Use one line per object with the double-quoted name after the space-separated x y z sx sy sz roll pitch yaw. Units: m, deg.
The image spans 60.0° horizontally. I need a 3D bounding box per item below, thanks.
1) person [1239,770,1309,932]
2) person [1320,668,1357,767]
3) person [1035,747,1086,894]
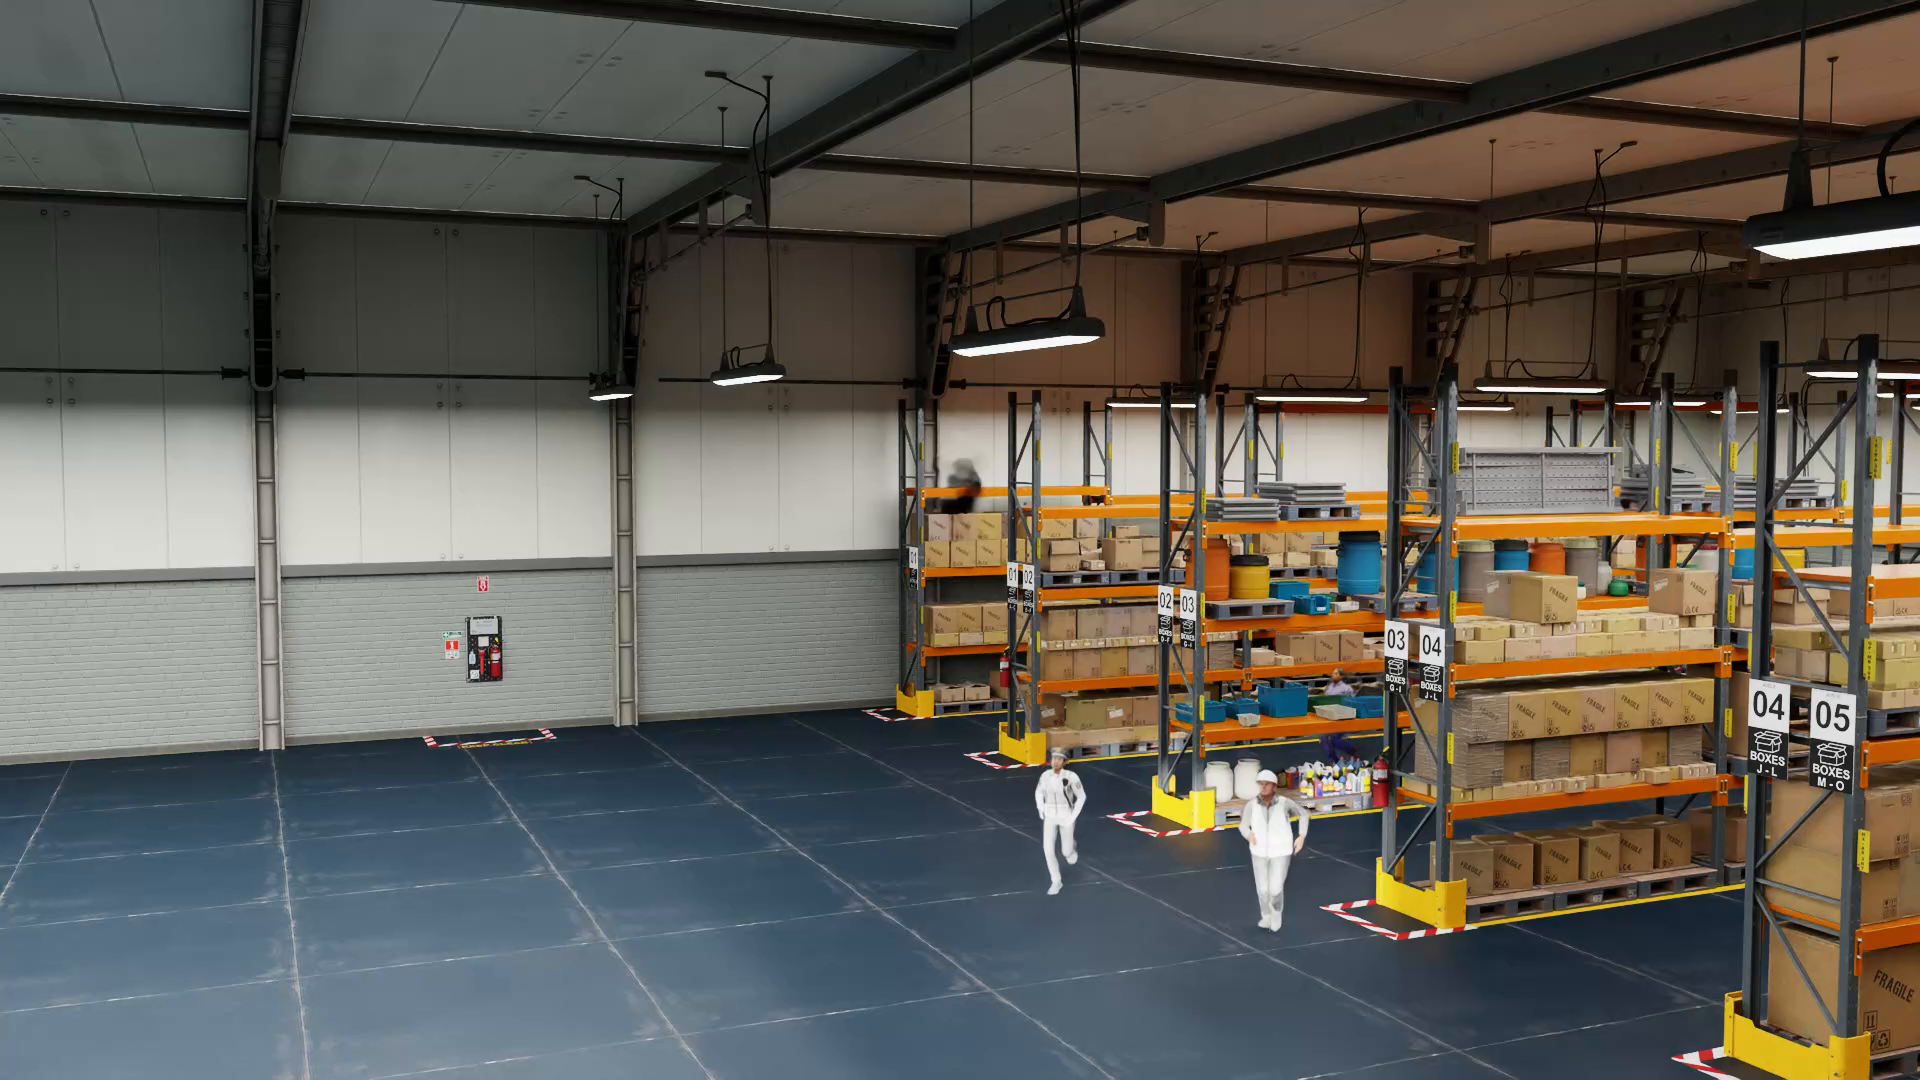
3.257 3.261 17.367 0.675 1.727 0.808 2 4 24 "person"
5.995 2.820 26.395 0.578 1.593 0.605 -2 4 -29 "person"
1.160 3.226 19.353 0.624 1.675 0.755 1 3 15 "person"
